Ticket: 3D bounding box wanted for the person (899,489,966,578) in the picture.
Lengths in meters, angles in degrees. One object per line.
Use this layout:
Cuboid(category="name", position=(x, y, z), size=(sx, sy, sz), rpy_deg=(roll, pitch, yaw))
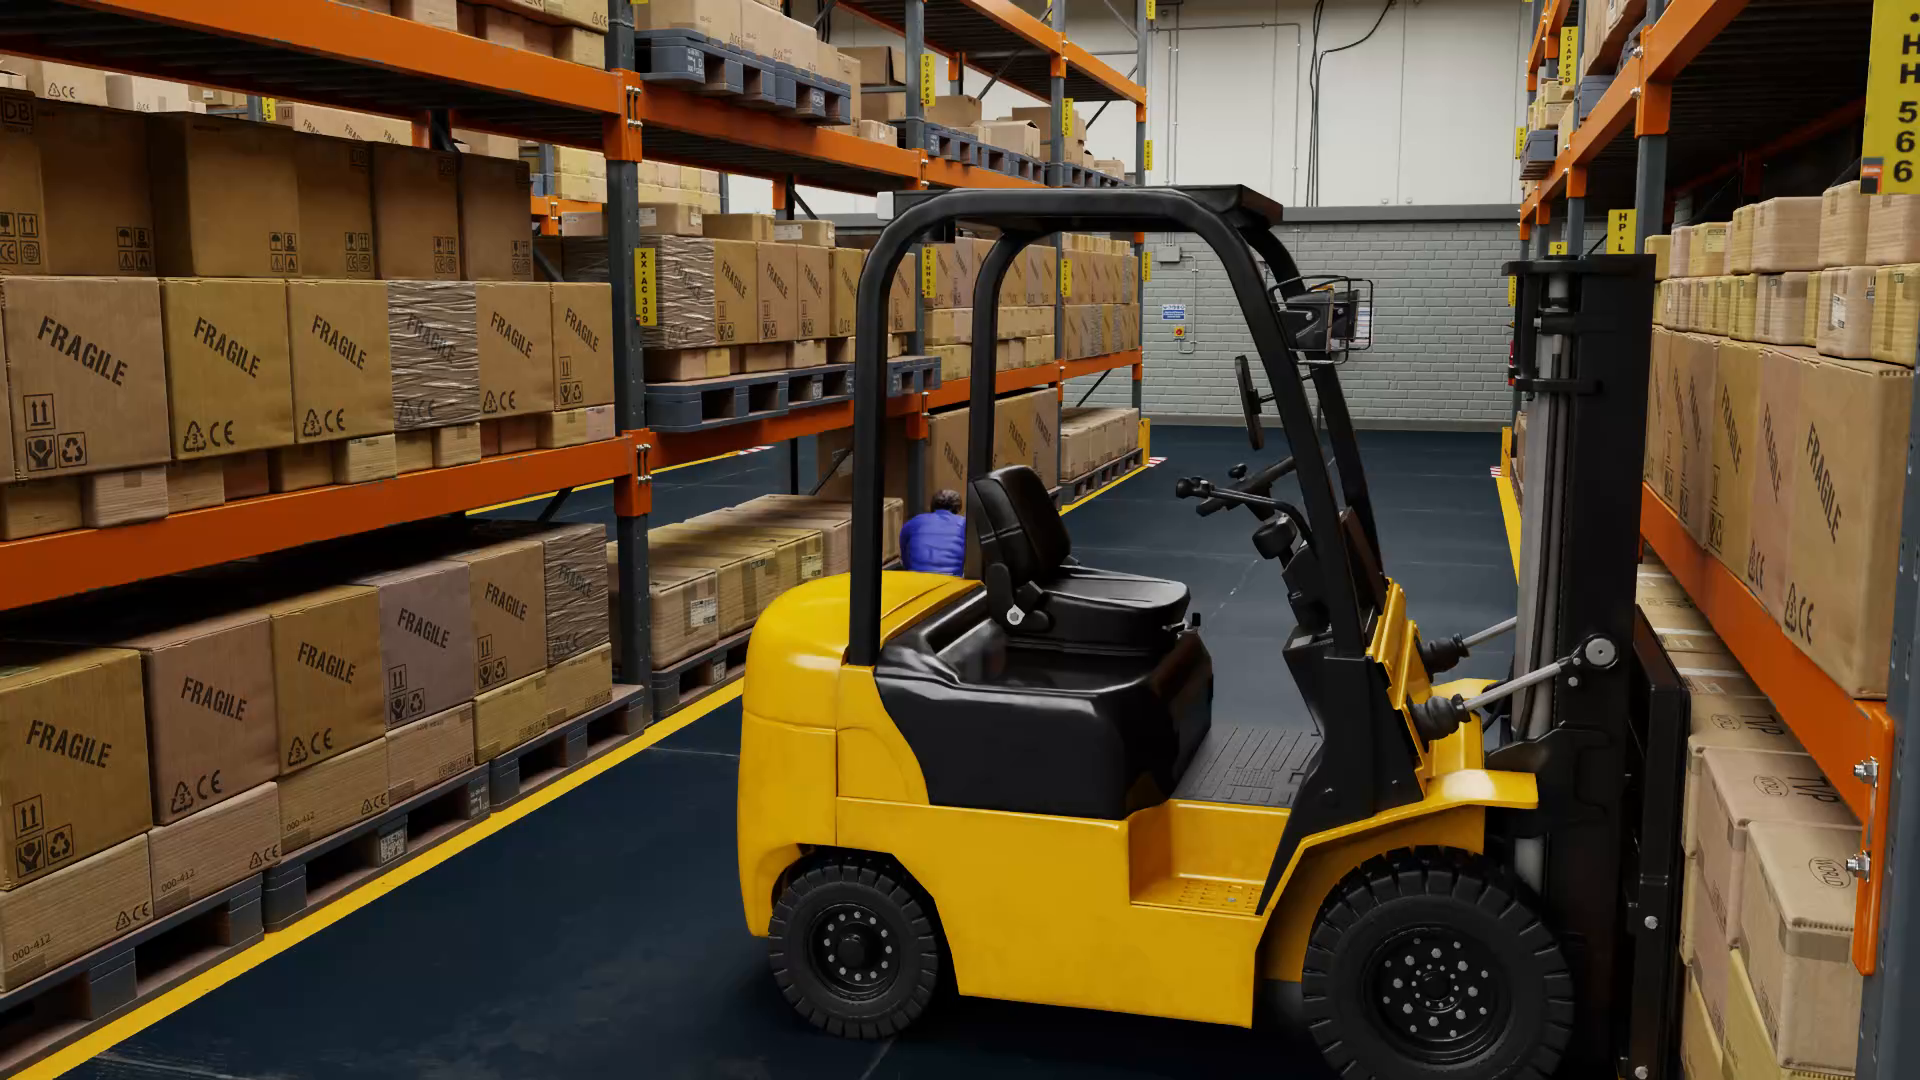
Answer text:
Cuboid(category="person", position=(-0.092, 0.234, 8.298), size=(0.482, 0.928, 0.827), rpy_deg=(2, 9, 16))
